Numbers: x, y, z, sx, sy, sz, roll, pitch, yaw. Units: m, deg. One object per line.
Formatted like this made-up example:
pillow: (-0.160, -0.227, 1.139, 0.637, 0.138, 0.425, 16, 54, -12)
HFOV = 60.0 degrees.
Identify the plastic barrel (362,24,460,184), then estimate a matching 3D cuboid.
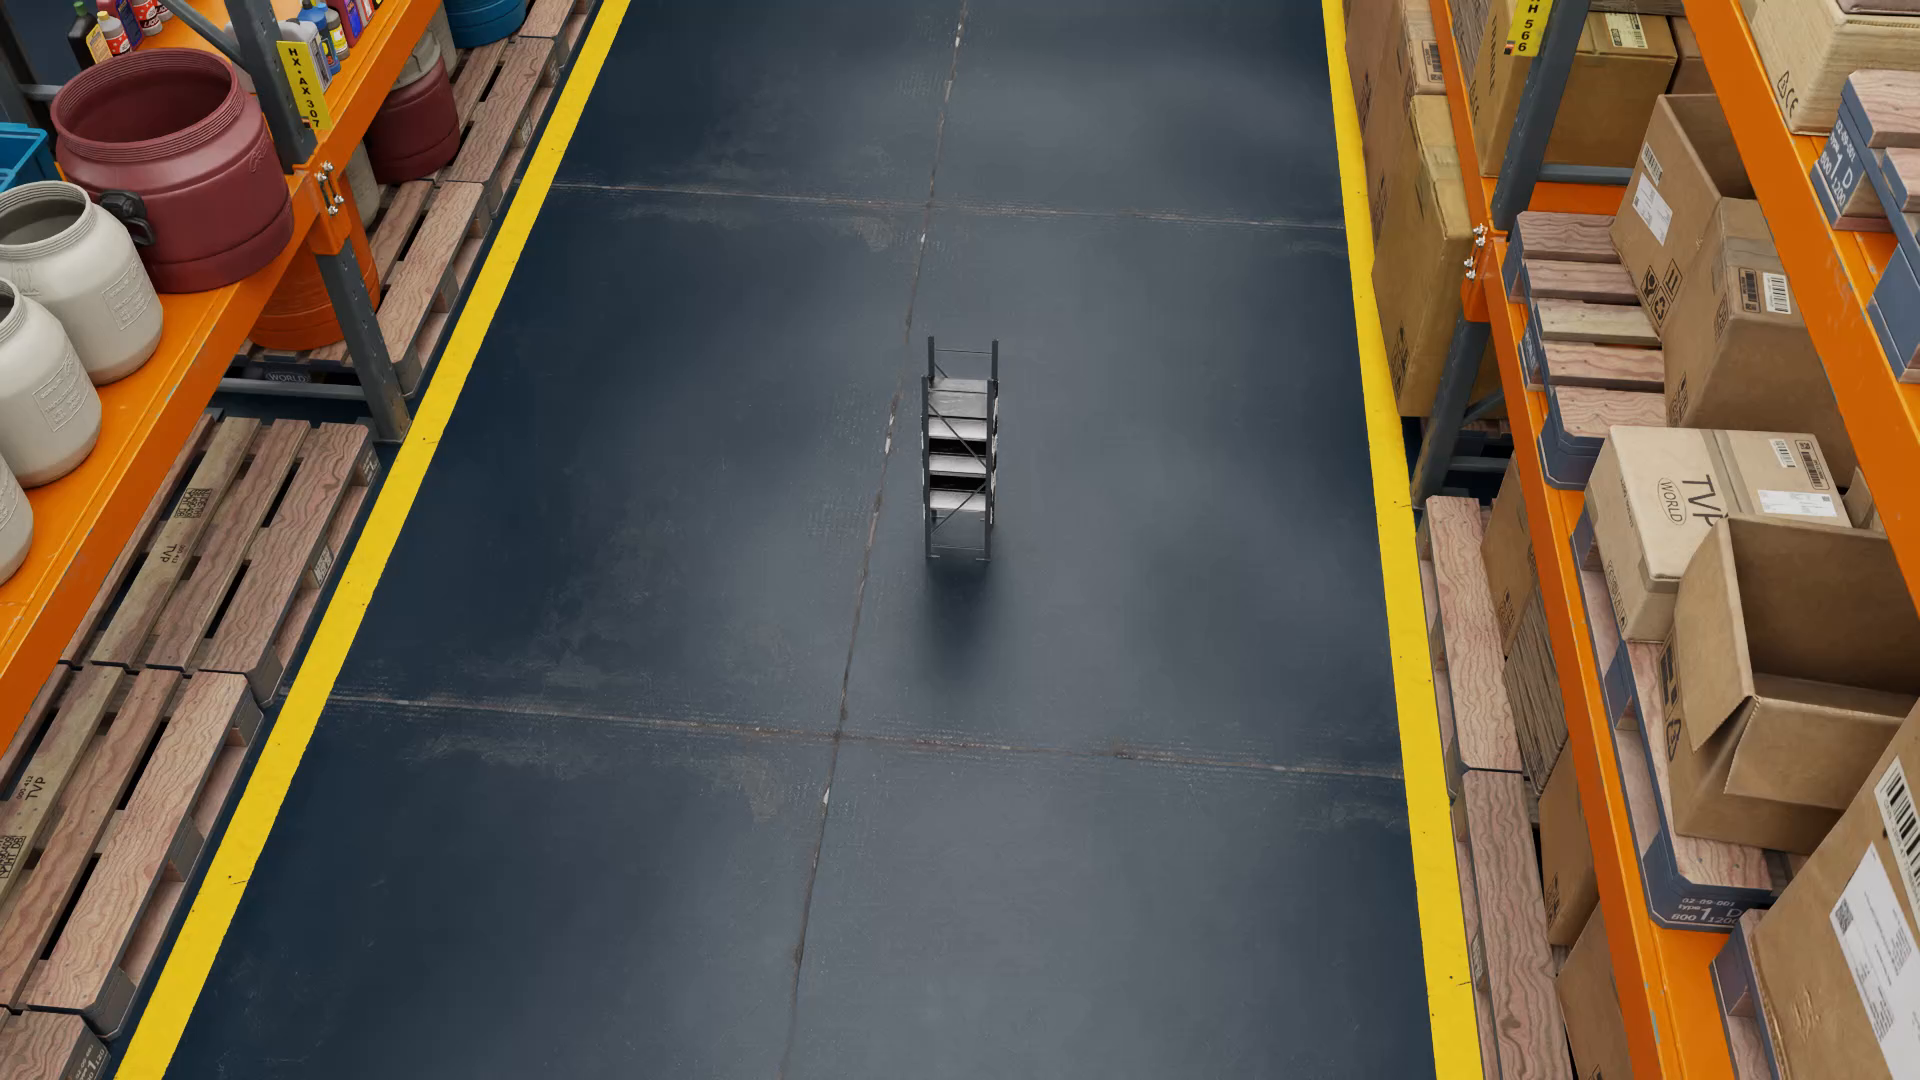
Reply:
plastic barrel: (-2.571, -1.987, 7.384, 0.600, 0.588, 0.708, 4, 48, 4)

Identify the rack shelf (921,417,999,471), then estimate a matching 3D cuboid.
rack shelf: (0.001, -0.348, 5.882, 0.258, 0.077, 0.200, 4, 48, 4)

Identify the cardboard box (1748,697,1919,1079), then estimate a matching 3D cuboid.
cardboard box: (2.078, 0.885, 2.716, 1.000, 1.000, 1.000, 4, 48, 4)

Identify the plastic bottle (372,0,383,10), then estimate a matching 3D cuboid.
plastic bottle: (-2.241, -2.161, 6.273, 0.061, 0.283, 0.133, 4, 48, 4)

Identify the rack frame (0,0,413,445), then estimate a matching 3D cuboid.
rack frame: (-2.702, -1.469, 5.560, 1.000, 3.000, 0.127, 4, 48, 4)

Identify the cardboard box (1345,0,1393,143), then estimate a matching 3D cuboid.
cardboard box: (2.476, -2.371, 7.541, 1.225, 0.875, 0.875, 2, 48, 2)

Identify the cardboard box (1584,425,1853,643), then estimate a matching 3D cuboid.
cardboard box: (1.849, -0.011, 4.044, 0.500, 0.250, 0.500, 3, 48, 2)

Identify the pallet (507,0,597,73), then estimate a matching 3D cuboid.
pallet: (-2.449, -2.903, 8.762, 1.003, 0.211, 1.213, 4, 48, 4)

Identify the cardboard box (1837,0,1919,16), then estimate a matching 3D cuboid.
cardboard box: (1.843, -1.280, 2.948, 0.500, 0.500, 0.500, 3, 48, 2)

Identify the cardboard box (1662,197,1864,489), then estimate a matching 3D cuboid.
cardboard box: (2.270, -0.495, 4.317, 0.700, 0.500, 0.500, 10, 48, 9)

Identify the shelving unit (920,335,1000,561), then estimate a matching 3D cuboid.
shelving unit: (0.001, -0.310, 5.923, 0.258, 0.900, 0.210, 4, 48, 4)

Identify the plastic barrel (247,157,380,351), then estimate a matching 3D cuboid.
plastic barrel: (-2.674, -1.239, 6.536, 0.600, 0.830, 0.708, 4, 48, 4)

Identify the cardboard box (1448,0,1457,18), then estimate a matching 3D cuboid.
cardboard box: (2.124, -2.296, 6.250, 0.500, 0.500, 0.500, 2, 48, 2)

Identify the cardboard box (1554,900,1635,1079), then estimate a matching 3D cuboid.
cardboard box: (2.056, 1.289, 4.434, 0.700, 0.500, 0.500, 0, 48, 0)

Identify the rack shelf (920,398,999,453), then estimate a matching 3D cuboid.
rack shelf: (0.001, -0.409, 5.815, 0.258, 0.077, 0.200, 4, 48, 4)

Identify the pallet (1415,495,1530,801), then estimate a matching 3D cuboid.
pallet: (2.158, 0.380, 5.760, 1.003, 0.211, 1.213, 4, 48, 4)

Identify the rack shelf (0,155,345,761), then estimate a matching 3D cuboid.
rack shelf: (-2.884, 0.244, 4.482, 1.077, 0.370, 4.000, 4, 48, 4)

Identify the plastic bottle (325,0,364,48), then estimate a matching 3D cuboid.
plastic bottle: (-2.265, -1.964, 6.093, 0.061, 0.283, 0.133, 4, 48, 4)

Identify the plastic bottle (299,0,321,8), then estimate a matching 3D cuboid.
plastic bottle: (-2.424, -2.033, 6.211, 0.097, 0.201, 0.097, 0, 48, 0)

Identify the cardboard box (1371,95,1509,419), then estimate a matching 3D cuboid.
cardboard box: (2.314, -1.066, 6.347, 1.225, 0.875, 0.875, 2, 48, 2)

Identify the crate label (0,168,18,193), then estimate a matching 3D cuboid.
crate label: (-3.062, -0.769, 4.896, 0.502, 0.435, 0.616, 4, 48, 4)

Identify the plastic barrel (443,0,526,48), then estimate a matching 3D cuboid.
plastic barrel: (-2.468, -2.923, 8.028, 0.600, 0.901, 0.708, 4, 48, 4)

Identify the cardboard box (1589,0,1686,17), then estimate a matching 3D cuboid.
cardboard box: (2.313, -2.044, 5.339, 0.797, 0.503, 0.637, 5, 48, 5)

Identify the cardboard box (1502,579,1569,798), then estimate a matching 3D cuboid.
cardboard box: (2.152, 0.462, 5.191, 0.700, 0.500, 0.500, 0, 48, 0)

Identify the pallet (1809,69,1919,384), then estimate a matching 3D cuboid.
pallet: (2.120, -0.354, 2.635, 1.213, 0.211, 1.003, 4, 48, 4)

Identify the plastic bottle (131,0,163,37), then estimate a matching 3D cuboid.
plastic bottle: (-3.040, -1.981, 6.163, 0.097, 0.201, 0.097, 0, 48, 0)

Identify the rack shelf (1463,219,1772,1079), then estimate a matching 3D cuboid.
rack shelf: (2.048, 0.577, 4.177, 1.077, 0.370, 4.000, 4, 48, 4)

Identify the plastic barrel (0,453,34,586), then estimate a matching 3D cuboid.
plastic barrel: (-2.655, -0.121, 4.235, 0.433, 0.535, 0.433, 0, 48, 0)

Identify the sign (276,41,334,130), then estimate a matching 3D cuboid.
sign: (-2.153, -1.492, 5.471, 0.100, 0.325, 0.005, 4, 48, 4)

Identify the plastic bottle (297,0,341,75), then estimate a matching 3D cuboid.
plastic bottle: (-2.303, -1.805, 5.955, 0.097, 0.271, 0.097, 0, 48, 0)

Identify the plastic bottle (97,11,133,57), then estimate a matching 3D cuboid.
plastic bottle: (-3.061, -1.811, 6.008, 0.097, 0.201, 0.097, 0, 48, 0)

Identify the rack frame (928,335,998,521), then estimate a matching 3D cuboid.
rack frame: (0.010, -0.384, 5.992, 0.240, 0.900, 0.006, 4, 48, 4)

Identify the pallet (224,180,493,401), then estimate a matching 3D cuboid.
pallet: (-2.671, -1.110, 7.122, 1.003, 0.211, 1.213, 4, 48, 4)

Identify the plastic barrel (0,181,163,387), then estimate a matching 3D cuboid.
plastic barrel: (-2.583, -0.736, 4.815, 0.421, 0.512, 0.421, 0, 48, 0)

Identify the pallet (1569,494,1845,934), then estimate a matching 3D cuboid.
pallet: (2.091, 0.387, 3.994, 1.003, 0.211, 1.213, 4, 48, 4)

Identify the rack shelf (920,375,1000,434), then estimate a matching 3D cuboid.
rack shelf: (0.001, -0.469, 5.749, 0.258, 0.077, 0.200, 4, 48, 4)

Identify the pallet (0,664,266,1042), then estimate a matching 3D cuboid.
pallet: (-2.925, 0.933, 5.253, 1.003, 0.211, 1.213, 4, 48, 4)

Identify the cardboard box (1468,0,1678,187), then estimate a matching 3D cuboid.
cardboard box: (2.029, -1.549, 5.566, 0.500, 0.500, 0.500, 5, 48, 5)
